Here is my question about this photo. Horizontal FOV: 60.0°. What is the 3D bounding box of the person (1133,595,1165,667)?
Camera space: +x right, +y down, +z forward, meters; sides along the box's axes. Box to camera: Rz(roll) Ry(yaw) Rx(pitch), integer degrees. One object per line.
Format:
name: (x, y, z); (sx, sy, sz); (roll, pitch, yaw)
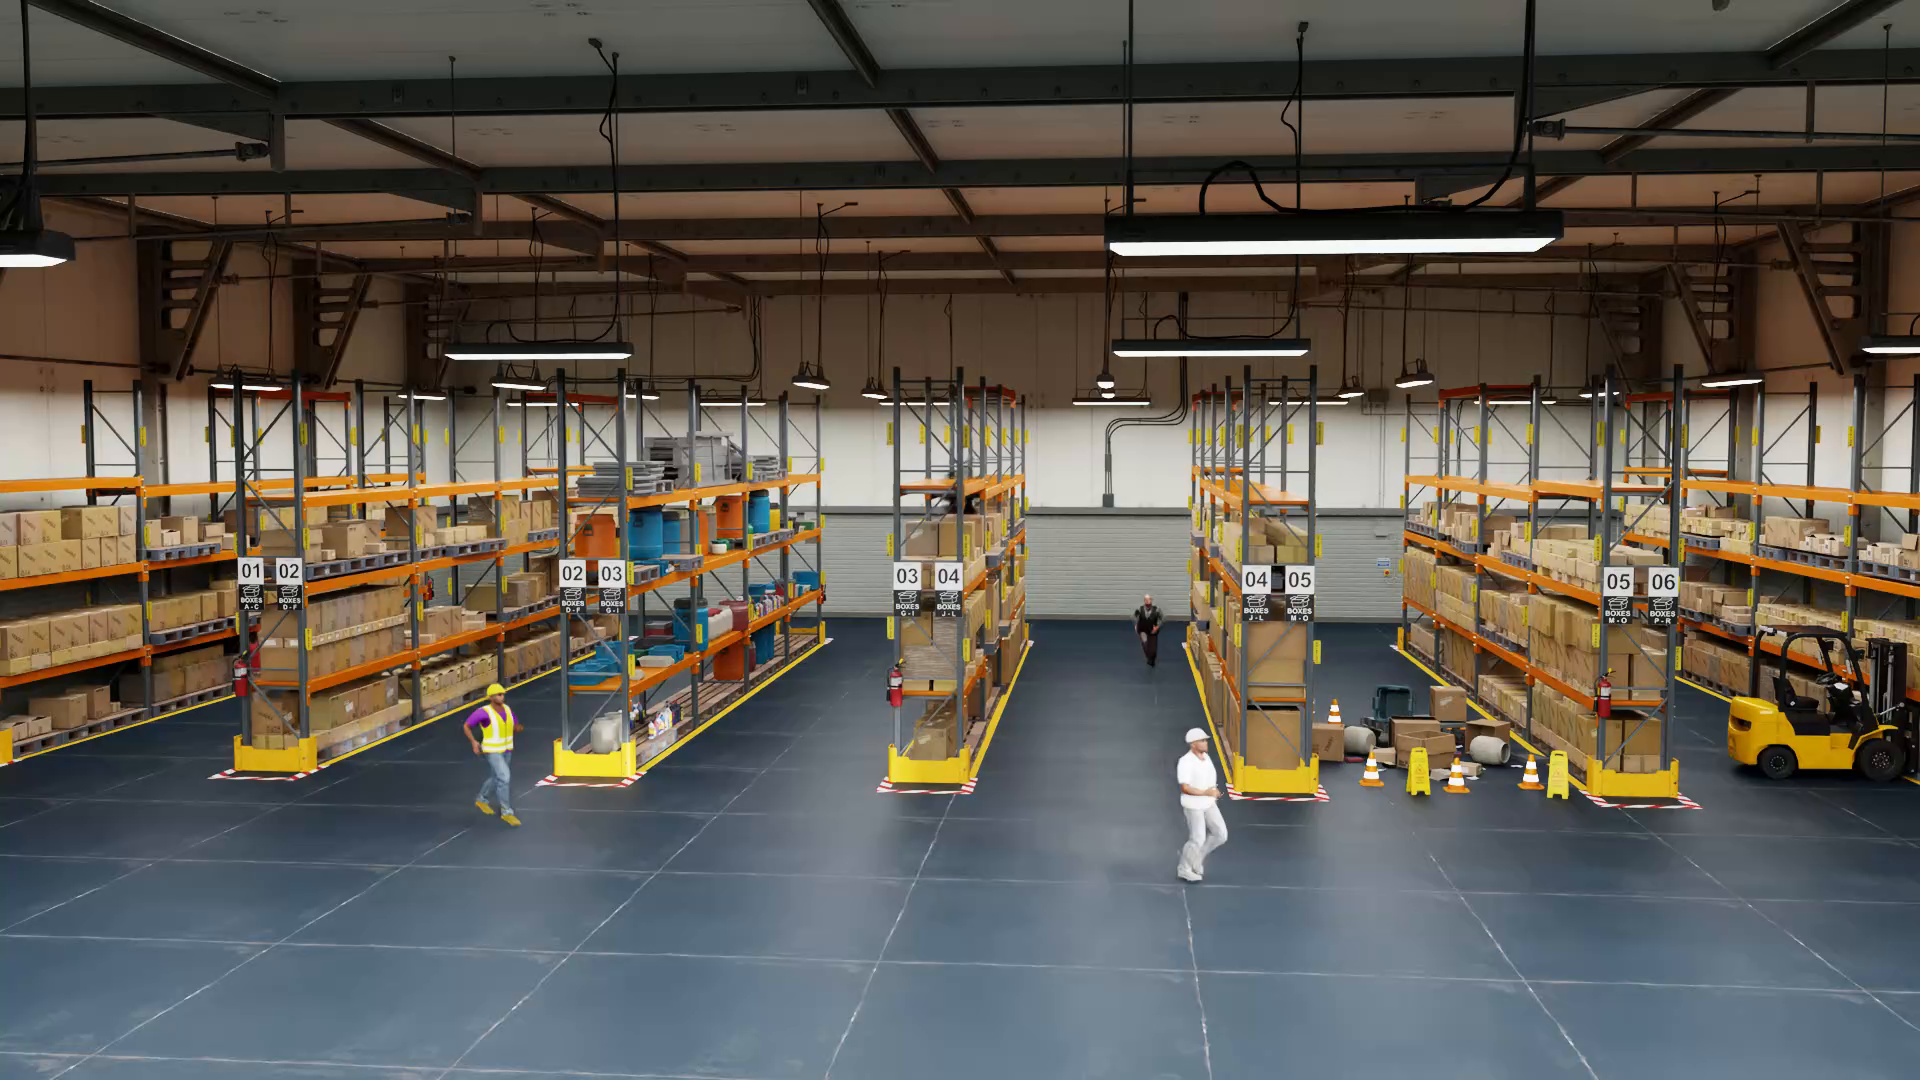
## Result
person: (3.956, 1.929, 34.905); (0.681, 1.584, 0.955); (1, 4, 9)

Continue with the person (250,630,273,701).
person: (-12.041, 2.380, 28.736); (0.660, 1.697, 0.656); (-1, 4, -8)

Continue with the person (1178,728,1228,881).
person: (2.716, 2.968, 18.631); (0.623, 1.723, 0.685); (3, 5, 41)

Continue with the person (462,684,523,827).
person: (-5.992, 2.699, 21.558); (0.879, 1.677, 0.684); (2, 4, 26)
